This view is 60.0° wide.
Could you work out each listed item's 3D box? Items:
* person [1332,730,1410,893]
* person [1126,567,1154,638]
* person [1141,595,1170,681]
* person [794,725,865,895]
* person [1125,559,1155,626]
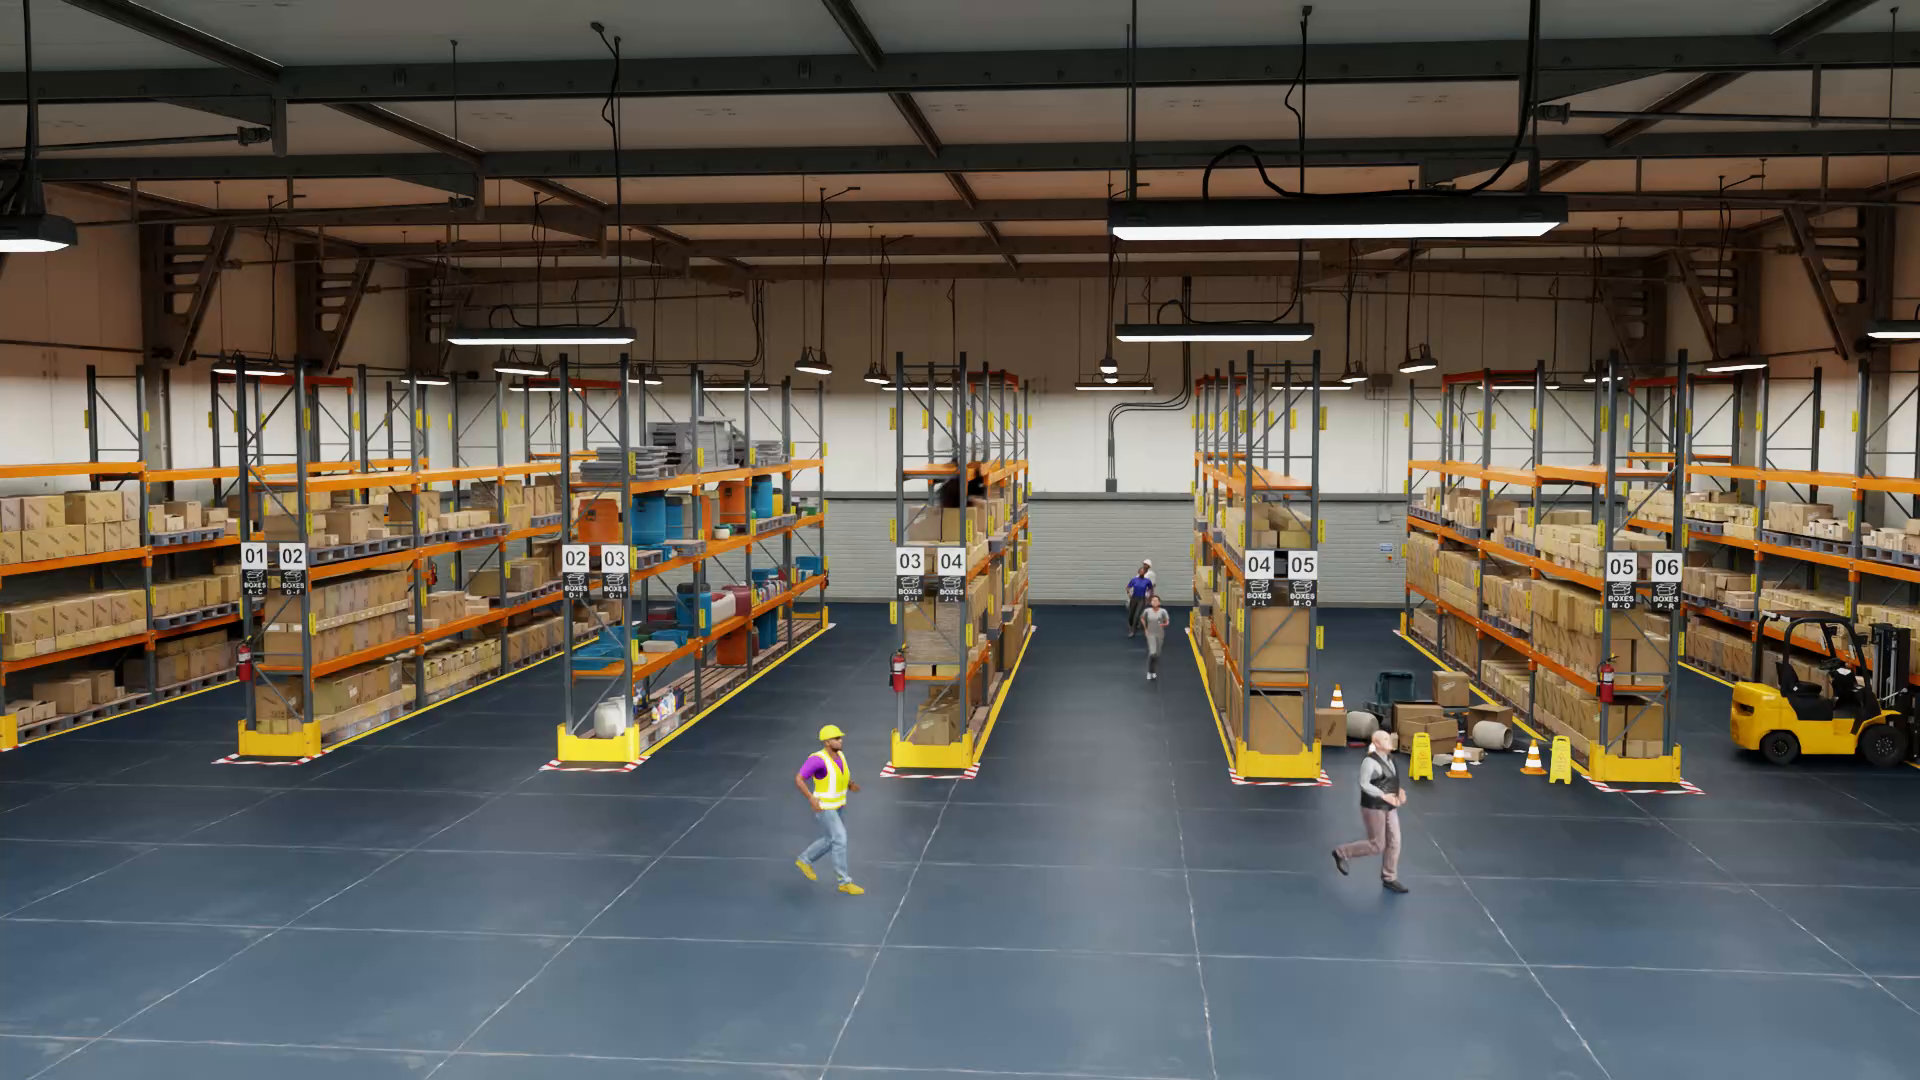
[{"bbox_3d":[4.473,2.892,17.914,0.821,1.720,0.669,4,5,41],"label":"person"},{"bbox_3d":[4.189,1.441,38.803,0.640,1.611,0.844,1,4,11],"label":"person"},{"bbox_3d":[3.785,1.895,32.155,0.540,1.674,0.669,0,4,2],"label":"person"},{"bbox_3d":[-1.396,2.844,17.728,0.900,1.760,0.718,2,4,25],"label":"person"},{"bbox_3d":[4.334,1.281,40.108,0.535,1.657,0.729,-2,5,-30],"label":"person"}]
